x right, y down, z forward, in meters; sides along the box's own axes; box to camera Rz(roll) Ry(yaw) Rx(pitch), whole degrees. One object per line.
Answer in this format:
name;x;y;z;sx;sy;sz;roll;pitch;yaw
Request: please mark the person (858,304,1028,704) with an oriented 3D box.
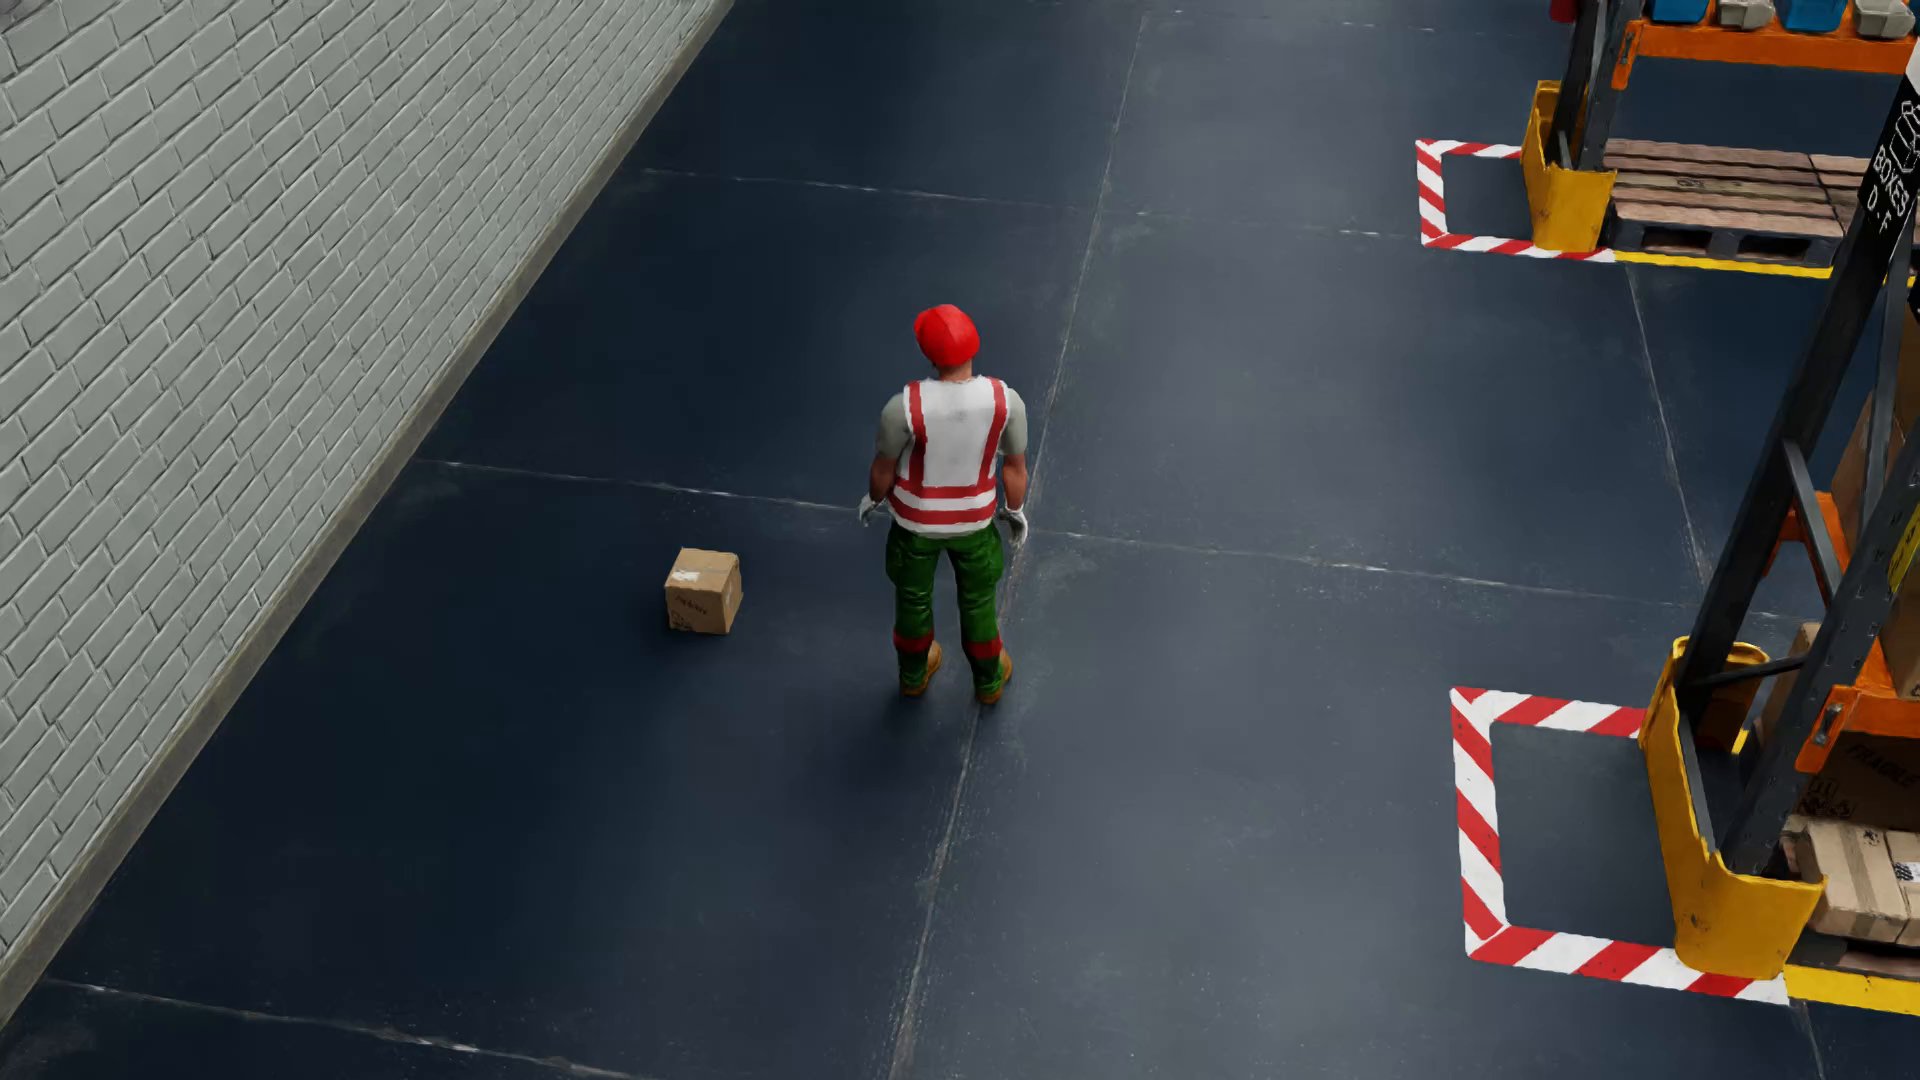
person;-0.062;-0.112;6.232;0.629;1.795;0.378;-5;40;-6
